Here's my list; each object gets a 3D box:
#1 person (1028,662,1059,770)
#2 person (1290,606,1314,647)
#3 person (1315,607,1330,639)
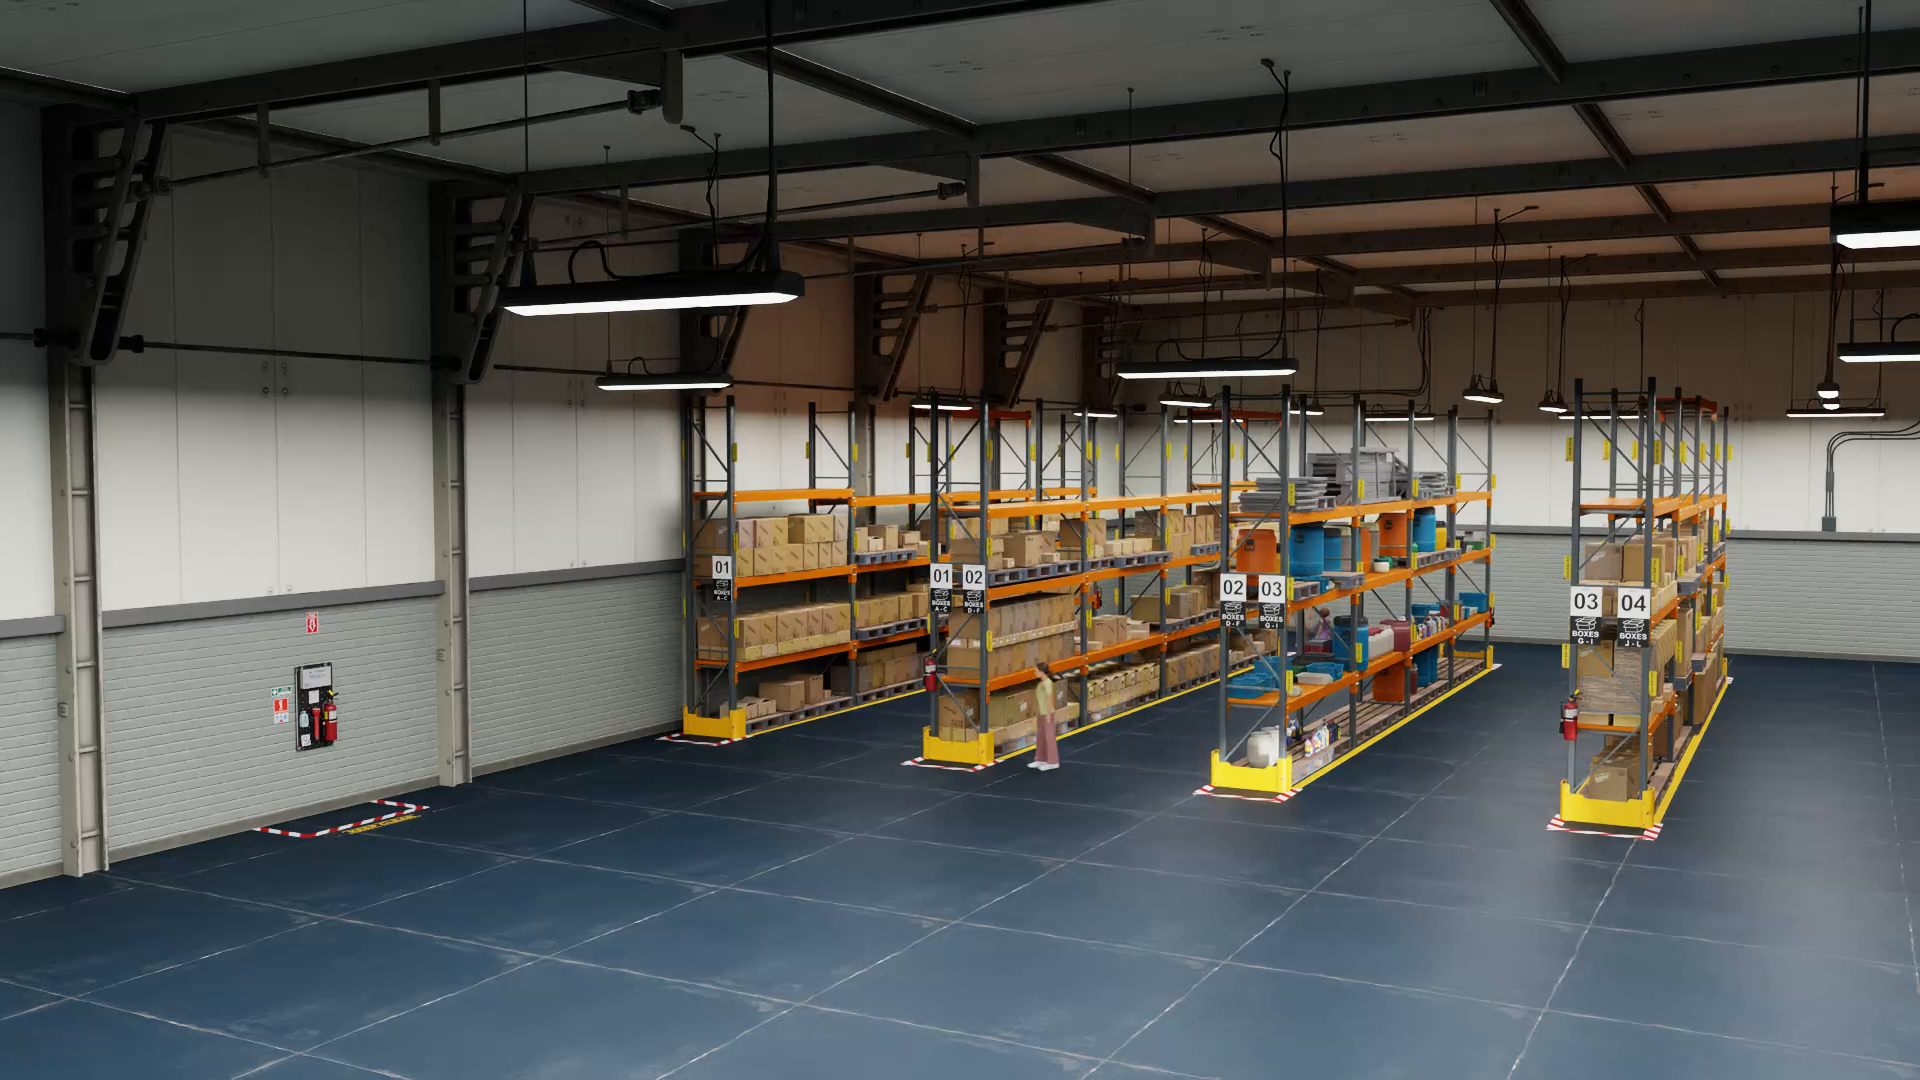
[{"bbox_3d":[1.309,2.769,26.319,0.447,1.688,0.476,-1,3,-13],"label":"person"},{"bbox_3d":[8.812,1.889,42.840,0.620,1.735,0.477,1,3,16],"label":"person"},{"bbox_3d":[7.988,2.276,36.477,0.362,1.603,0.430,2,4,40],"label":"person"}]
